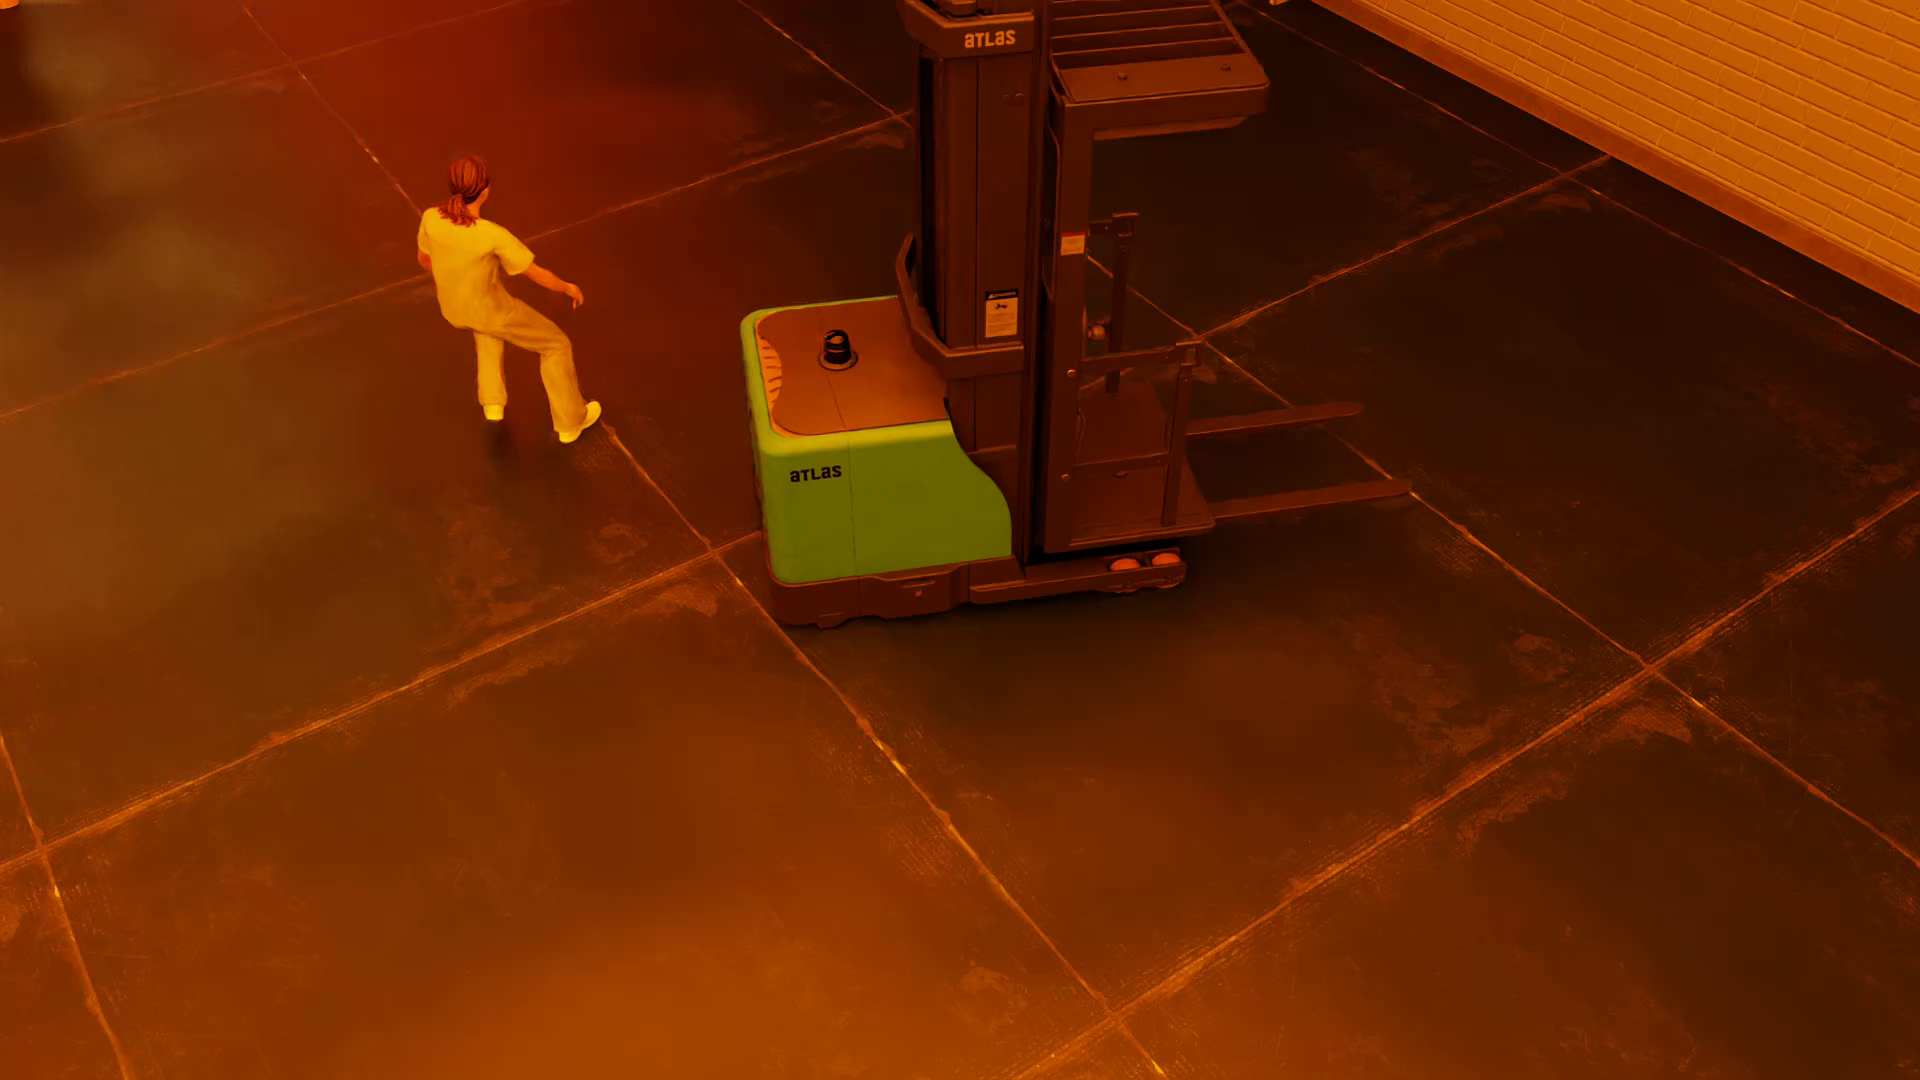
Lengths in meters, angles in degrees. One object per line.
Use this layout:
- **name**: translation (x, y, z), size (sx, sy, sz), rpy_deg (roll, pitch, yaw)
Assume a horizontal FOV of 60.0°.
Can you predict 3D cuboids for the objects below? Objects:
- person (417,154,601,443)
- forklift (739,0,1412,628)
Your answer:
- **person**: translation (-2.207, -1.075, 8.052), size (0.664, 1.342, 0.484), rpy_deg (11, 44, 12)
- **forklift**: translation (0.575, -1.178, 6.994), size (3.031, 2.935, 1.130), rpy_deg (-7, 43, -8)
